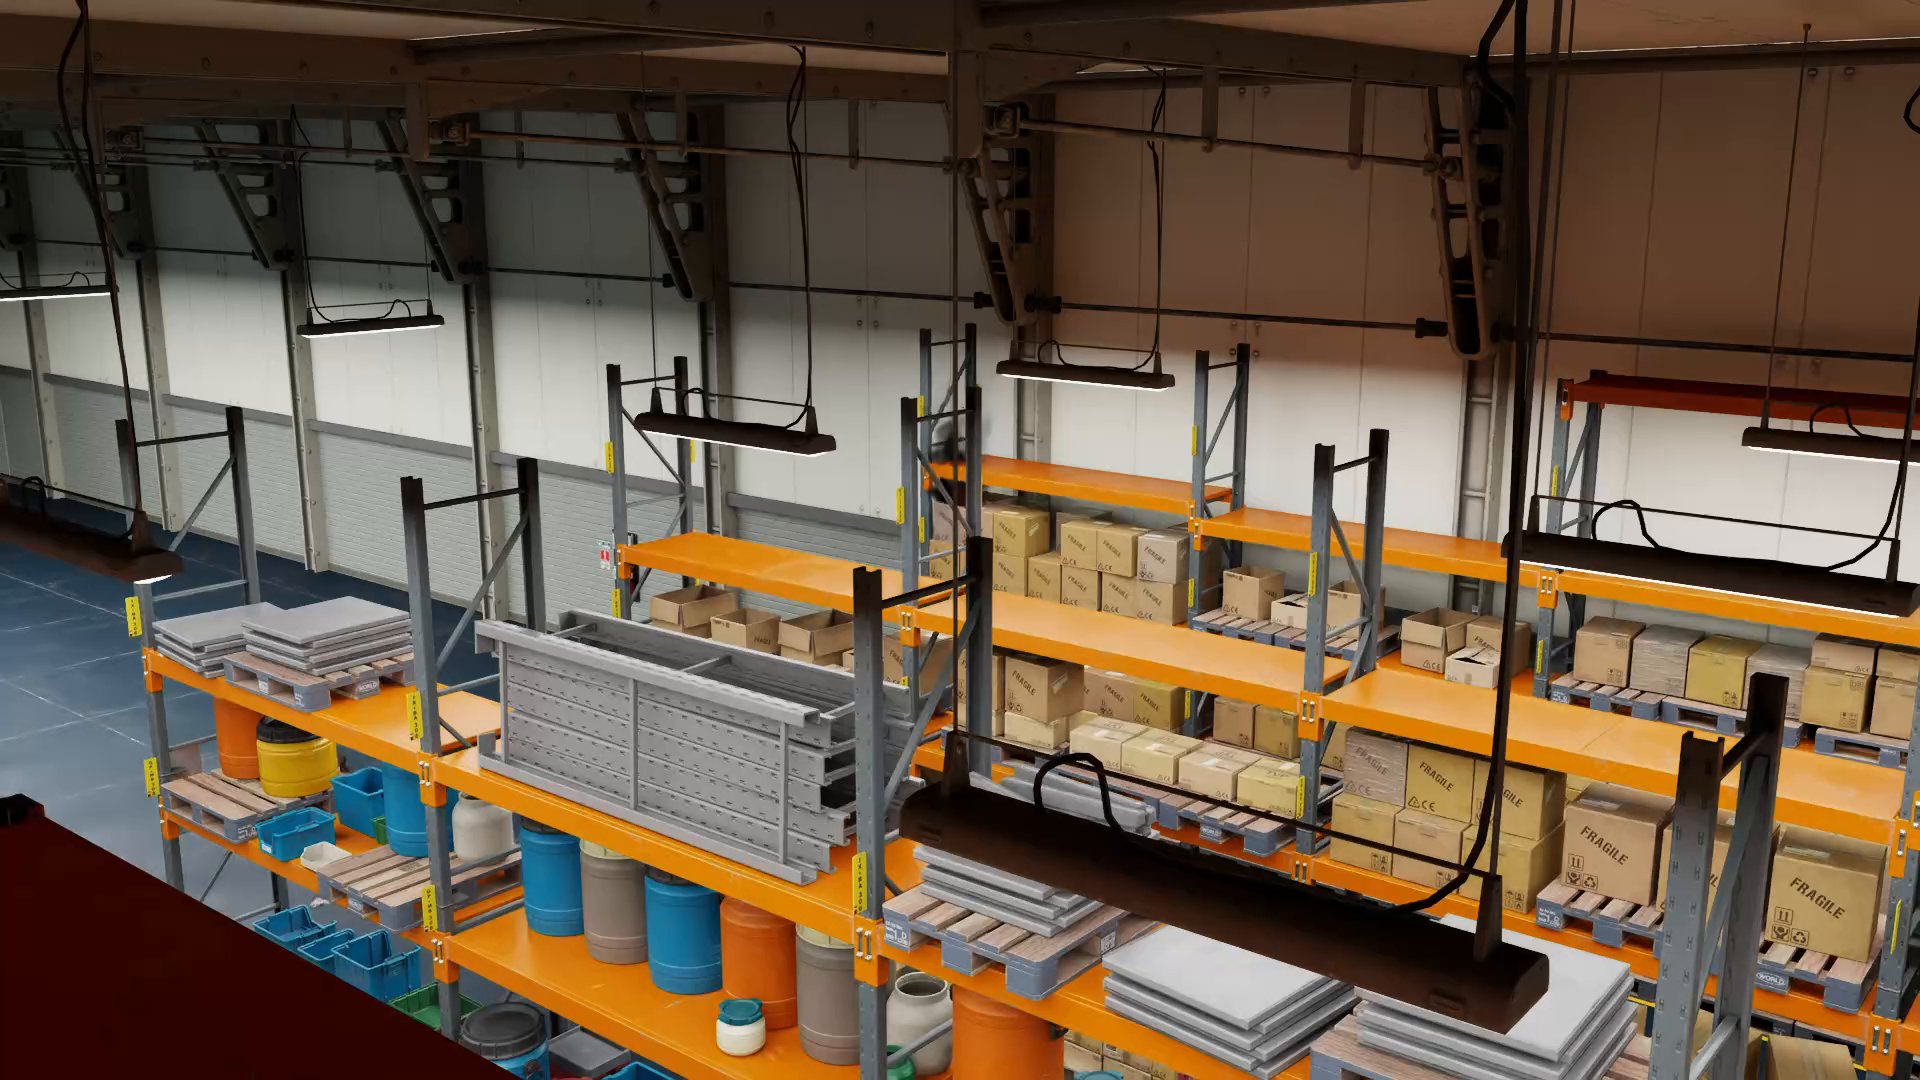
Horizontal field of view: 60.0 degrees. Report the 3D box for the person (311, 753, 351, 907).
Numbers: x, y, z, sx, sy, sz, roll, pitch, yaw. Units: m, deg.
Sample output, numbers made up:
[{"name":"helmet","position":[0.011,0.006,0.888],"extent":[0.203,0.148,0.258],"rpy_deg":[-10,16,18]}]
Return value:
[{"name":"person","position":[-6.856,3.167,18.401],"extent":[0.758,1.716,0.552],"rpy_deg":[-6,14,-24]}]
